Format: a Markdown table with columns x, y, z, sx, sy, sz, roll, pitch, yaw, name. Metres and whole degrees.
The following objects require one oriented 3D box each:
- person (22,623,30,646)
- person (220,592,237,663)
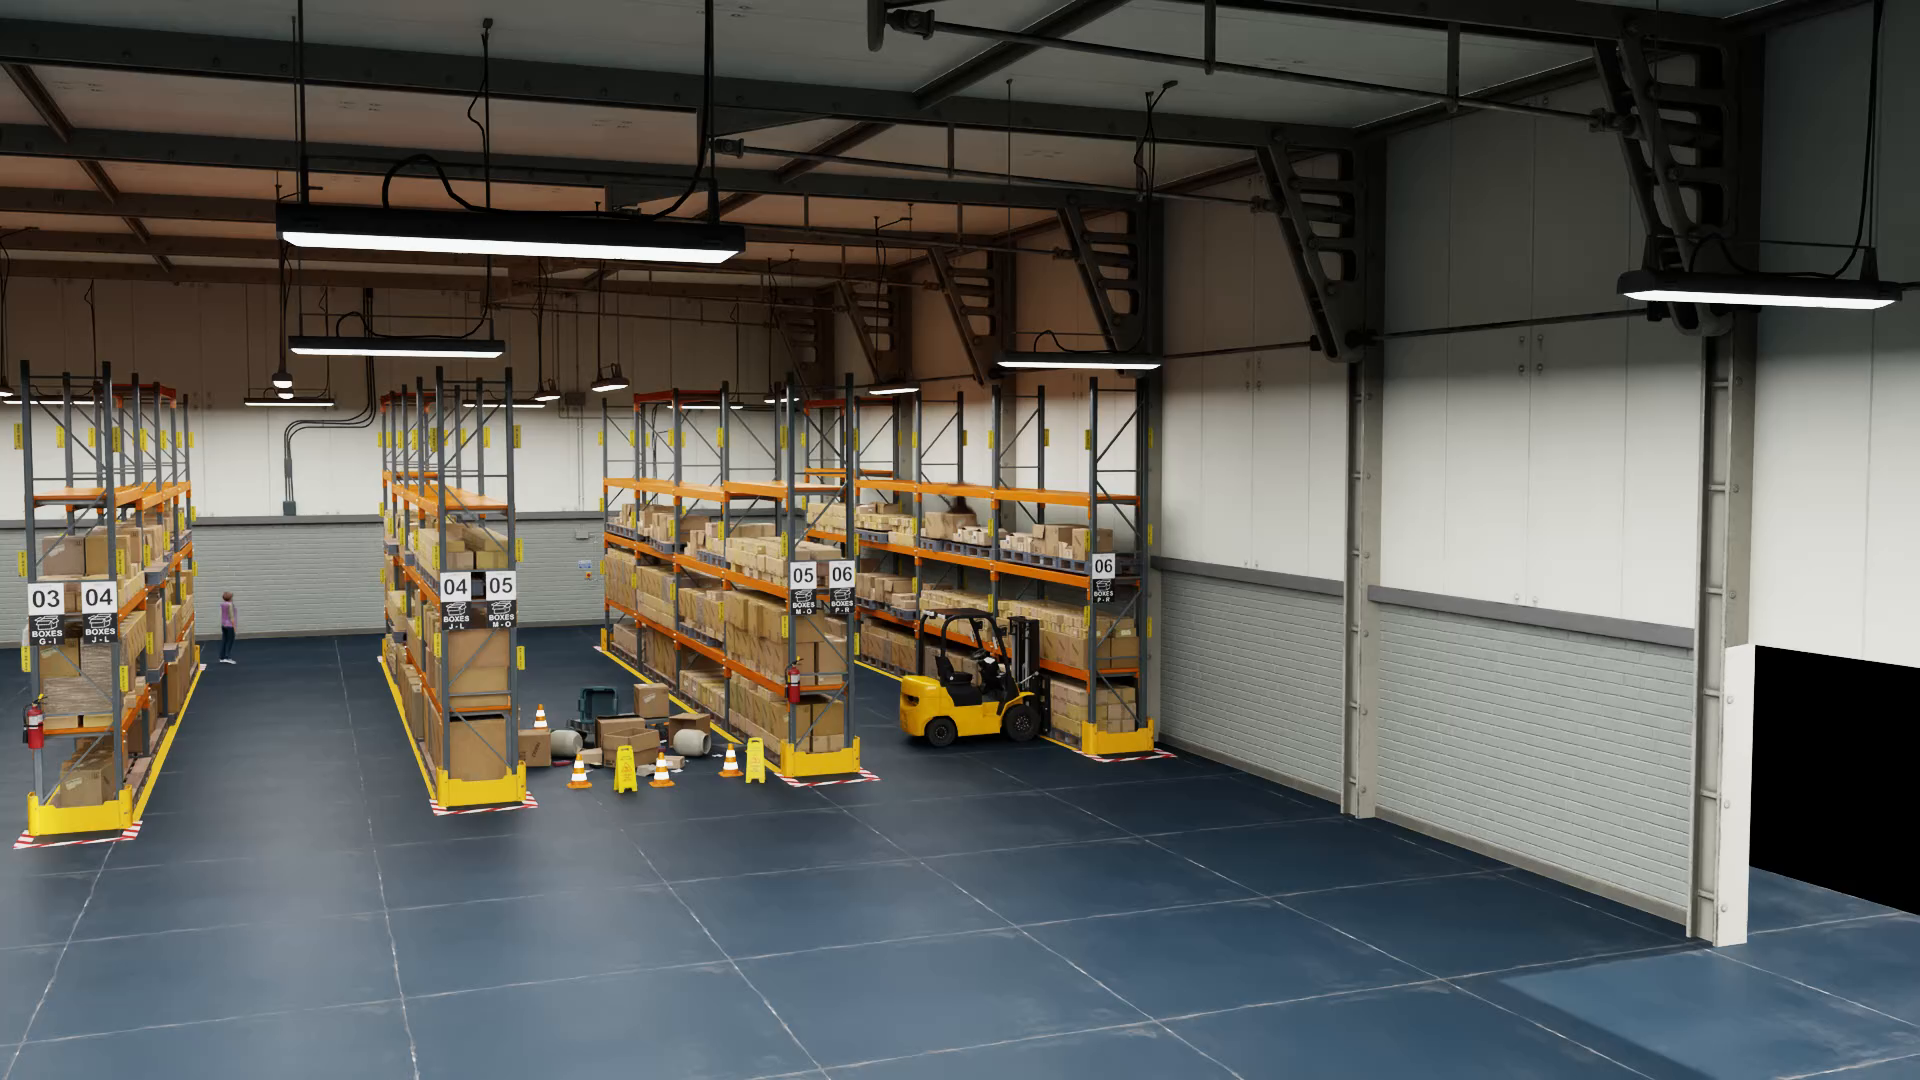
| x | y | z | sx | sy | sz | roll | pitch | yaw | name |
| --- | --- | --- | --- | --- | --- | --- | --- | --- | --- |
| -18.107 | 2.195 | 32.909 | 0.783 | 1.813 | 0.935 | -1 | 4 | -22 | person |
| -16.438 | 1.967 | 37.326 | 0.513 | 1.630 | 0.360 | 3 | 4 | 37 | person |
